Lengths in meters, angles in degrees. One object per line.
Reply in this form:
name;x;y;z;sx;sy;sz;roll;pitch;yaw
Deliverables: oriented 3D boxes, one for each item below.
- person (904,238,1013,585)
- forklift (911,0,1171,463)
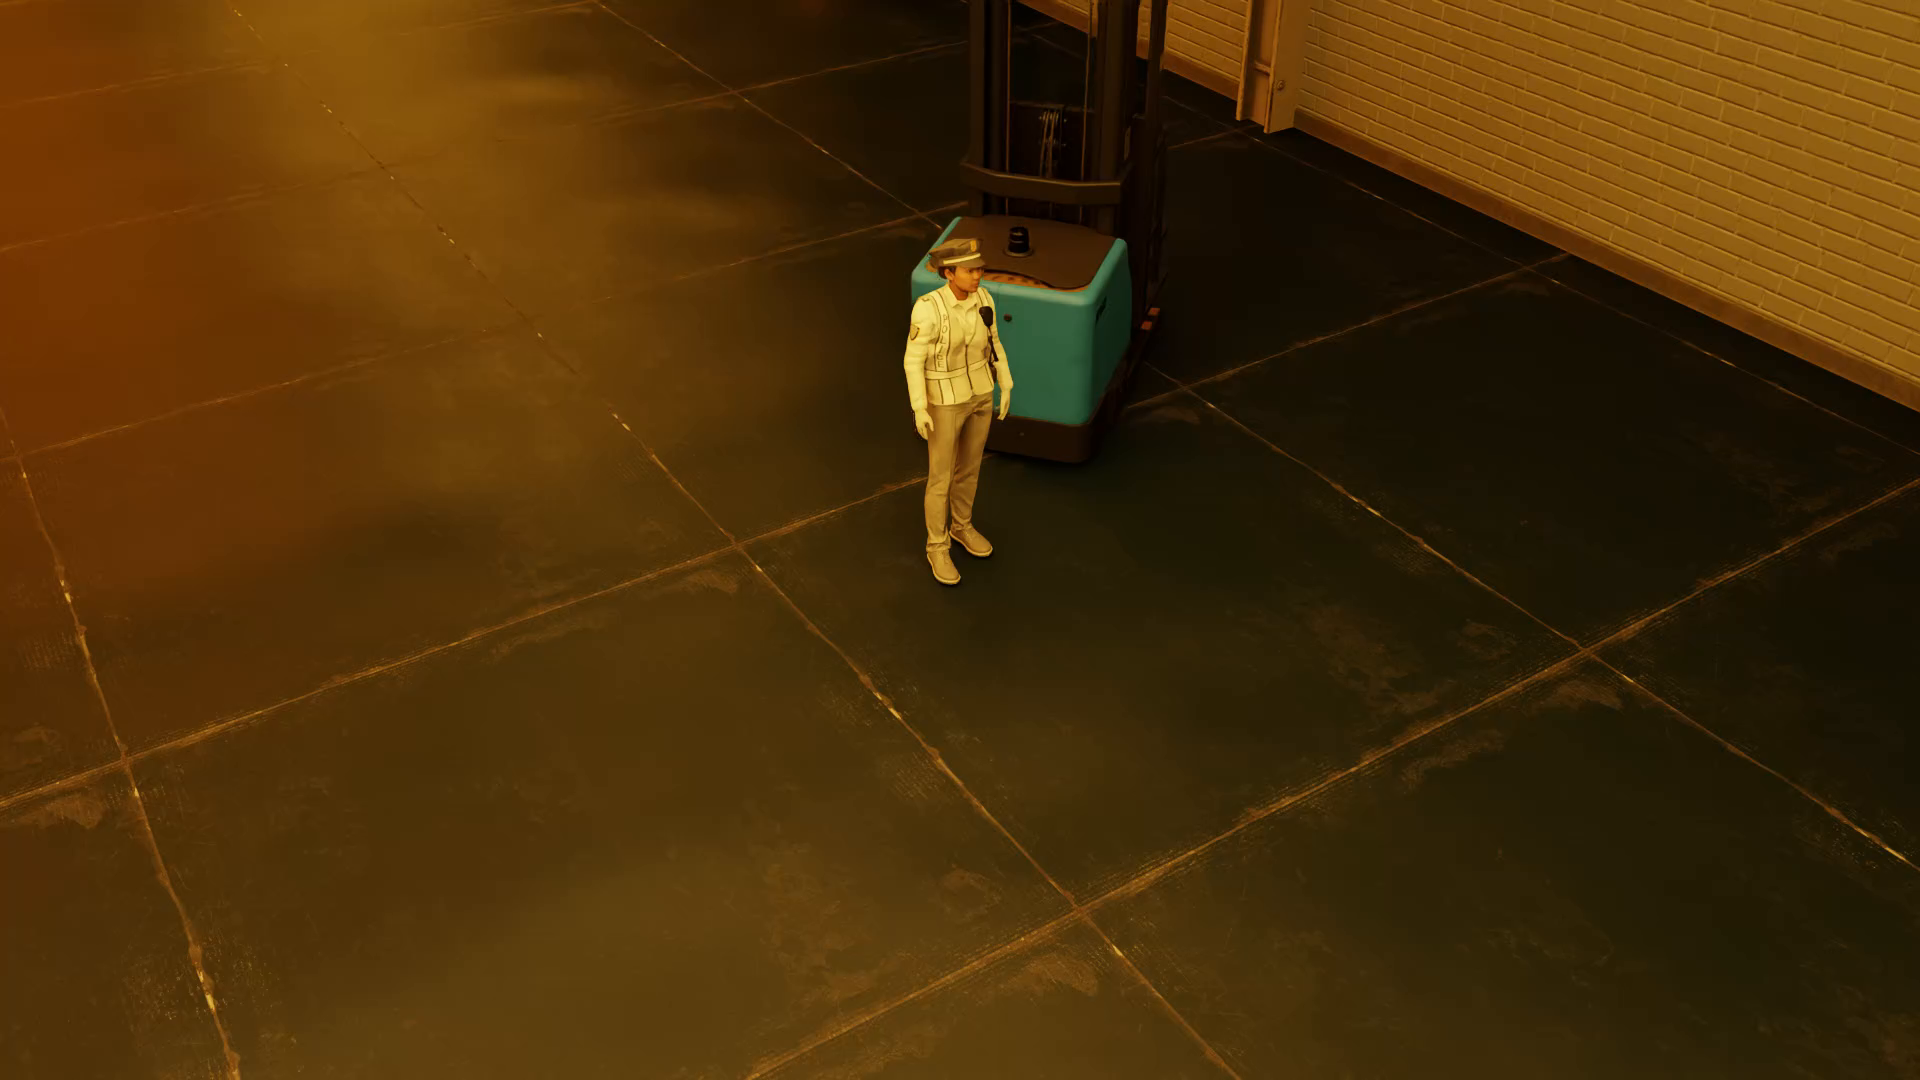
person;0.032;-0.664;8.155;0.587;1.694;0.529;-21;40;-27
forklift;0.661;-2.468;9.660;1.130;2.935;3.031;11;36;15
